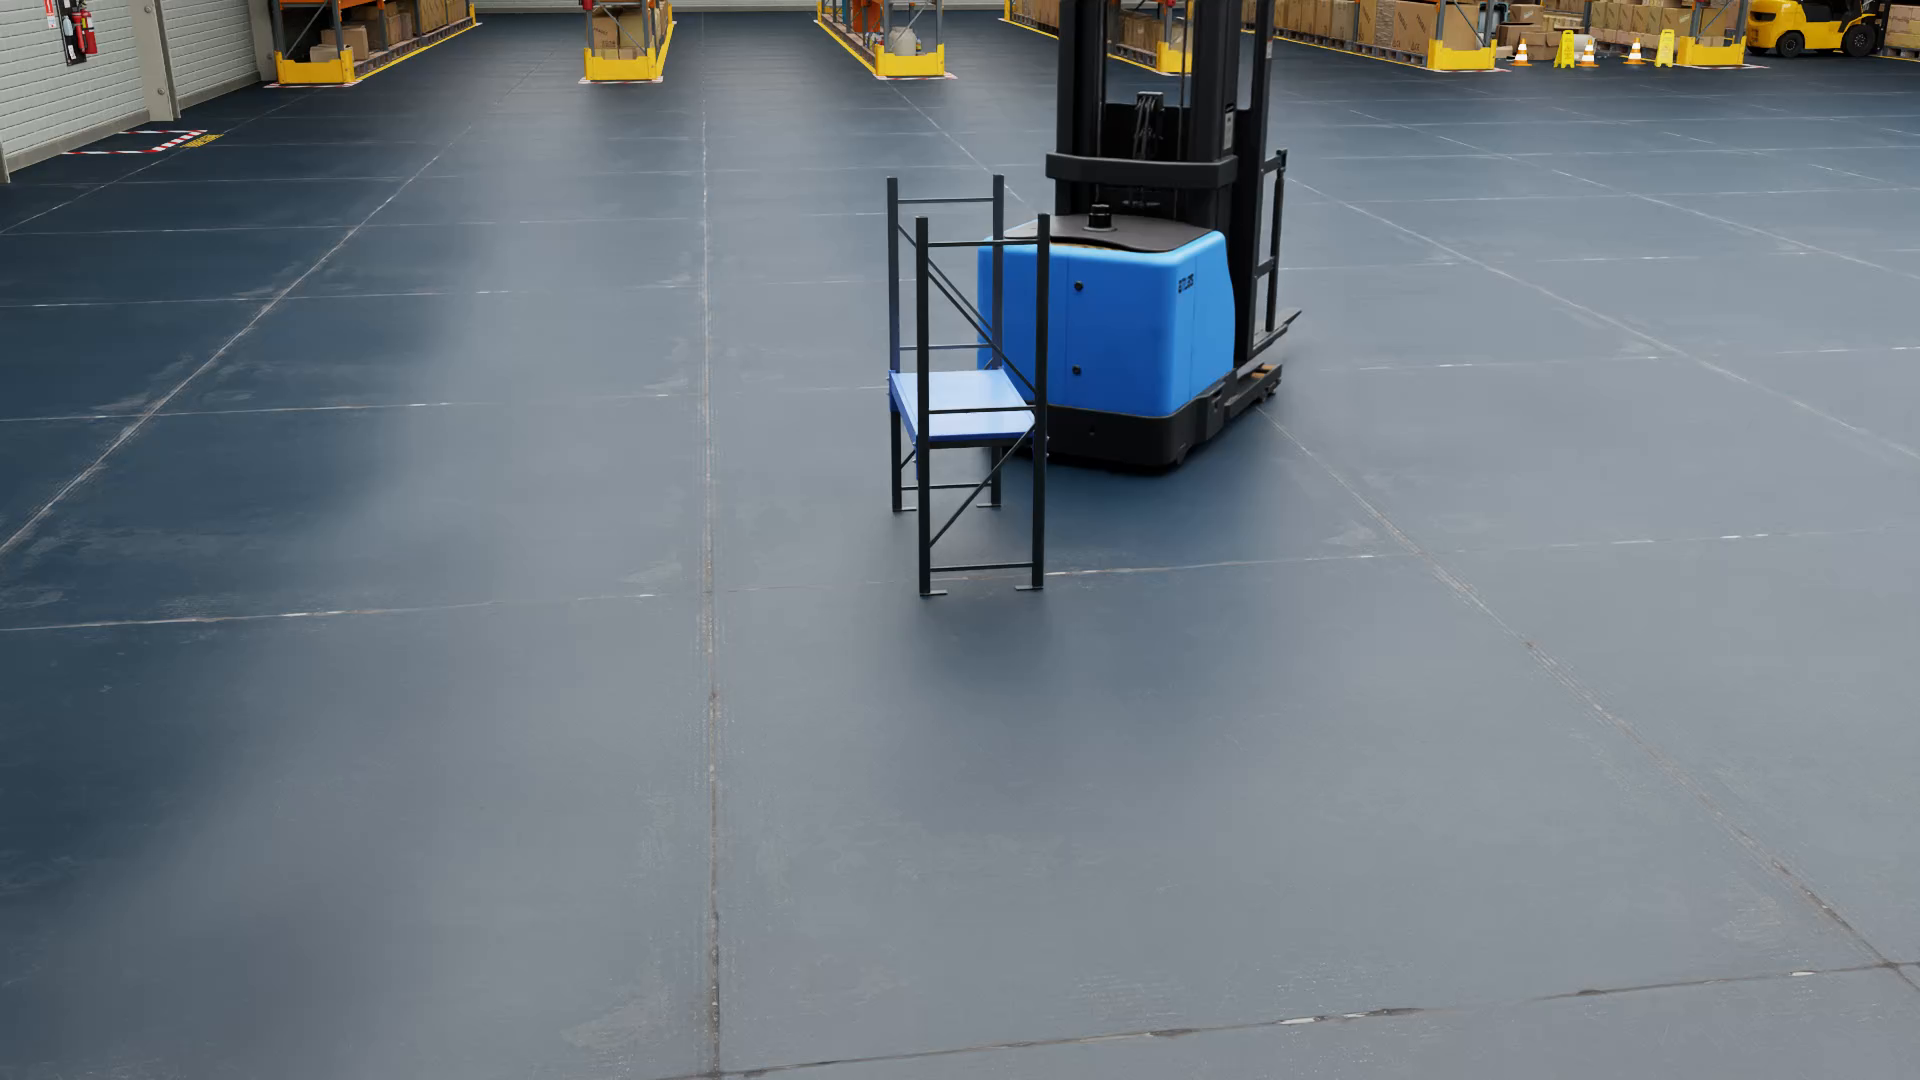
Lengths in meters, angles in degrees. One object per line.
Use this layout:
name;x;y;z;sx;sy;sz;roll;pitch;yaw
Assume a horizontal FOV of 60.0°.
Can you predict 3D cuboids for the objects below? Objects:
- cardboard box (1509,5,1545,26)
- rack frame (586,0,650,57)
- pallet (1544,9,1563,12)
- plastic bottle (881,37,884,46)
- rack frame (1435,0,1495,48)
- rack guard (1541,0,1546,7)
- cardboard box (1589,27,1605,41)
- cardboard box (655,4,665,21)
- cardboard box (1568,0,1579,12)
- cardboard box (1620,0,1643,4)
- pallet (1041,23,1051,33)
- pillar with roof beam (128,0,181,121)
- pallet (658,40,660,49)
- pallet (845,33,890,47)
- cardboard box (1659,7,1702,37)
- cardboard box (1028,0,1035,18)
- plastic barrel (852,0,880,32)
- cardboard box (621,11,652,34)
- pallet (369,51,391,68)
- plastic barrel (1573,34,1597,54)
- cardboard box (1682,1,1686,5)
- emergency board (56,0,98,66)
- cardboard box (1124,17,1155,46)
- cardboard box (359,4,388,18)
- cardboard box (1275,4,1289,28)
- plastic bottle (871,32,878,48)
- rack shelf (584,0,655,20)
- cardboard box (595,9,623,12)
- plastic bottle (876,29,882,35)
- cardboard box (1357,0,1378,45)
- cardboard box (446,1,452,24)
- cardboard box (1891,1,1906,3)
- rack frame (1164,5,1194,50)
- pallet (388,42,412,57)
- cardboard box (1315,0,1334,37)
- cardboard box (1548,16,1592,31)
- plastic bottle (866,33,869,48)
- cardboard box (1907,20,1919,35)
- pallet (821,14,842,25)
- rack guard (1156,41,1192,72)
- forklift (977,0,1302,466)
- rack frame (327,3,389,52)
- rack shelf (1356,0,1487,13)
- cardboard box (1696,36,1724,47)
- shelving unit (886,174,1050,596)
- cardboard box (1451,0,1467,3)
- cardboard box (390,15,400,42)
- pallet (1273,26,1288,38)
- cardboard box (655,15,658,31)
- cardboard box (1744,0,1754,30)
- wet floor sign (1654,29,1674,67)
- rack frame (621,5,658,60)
cardboard box;11.564;-10.664;33.970;0.500;0.500;0.500;-3;21;-8
rack frame;-5.712;-9.197;27.553;1.000;3.000;0.127;-3;21;-8
pallet;16.629;-14.378;45.410;1.003;0.211;1.213;-3;21;-8
plastic bottle;-1.413;-9.087;30.512;0.061;0.283;0.133;-3;21;-8
rack frame;9.014;-9.910;29.463;1.000;3.000;0.127;-3;21;-8
rack guard;16.513;-14.789;46.098;1.175;0.500;0.348;-3;21;-8
cardboard box;13.139;-10.271;33.758;0.500;0.250;0.500;-4;21;-10
cardboard box;-6.953;-11.885;37.694;0.500;0.500;0.500;-3;21;-7
cardboard box;16.559;-14.310;44.214;0.500;0.500;0.500;-3;21;-7
cardboard box;13.215;-10.609;32.664;0.380;0.149;0.250;-2;21;-5
pallet;2.547;-12.280;39.794;1.003;0.211;1.213;-3;21;-8
pillar with roof beam;-6.446;-10.095;21.382;9.100;9.000;0.400;-3;21;-8
pallet;-6.786;-10.373;34.689;1.003;0.211;1.213;-3;21;-8
pallet;-1.890;-10.639;35.399;1.003;0.211;1.213;-3;21;-8
cardboard box;13.524;-9.719;31.209;0.500;0.500;0.500;-3;21;-7
cardboard box;2.215;-13.596;41.767;0.875;0.875;0.875;-3;21;-8
plastic barrel;-2.051;-11.564;36.392;0.600;0.830;0.708;-3;21;-8
cardboard box;-5.870;-9.346;30.209;0.500;0.500;0.500;-3;21;-8
pallet;-11.059;-8.794;30.459;1.003;0.211;1.213;-3;21;-8
plastic barrel;12.102;-9.627;32.387;0.512;0.421;0.421;12;24;30
cardboard box;17.320;-12.552;39.507;0.500;0.500;0.500;-3;21;-9
emergency board;-10.387;-6.210;19.555;0.194;1.169;0.643;-3;21;-8
cardboard box;3.532;-9.965;32.583;0.500;0.500;0.500;-4;21;-9
cardboard box;-11.459;-10.303;32.387;0.500;0.250;0.500;-4;21;-9
cardboard box;7.507;-11.921;37.818;0.500;0.500;0.500;-3;21;-8
plastic bottle;-1.566;-9.218;30.767;0.144;0.351;0.185;-2;21;-6
rack shelf;-6.001;-9.552;29.533;1.077;0.370;4.000;-3;21;-8
cardboard box;-6.452;-9.493;30.603;0.500;0.500;0.500;-3;21;-8
plastic bottle;-1.538;-9.502;31.528;0.144;0.351;0.185;-3;21;-8
cardboard box;8.459;-10.275;32.877;0.875;0.875;0.875;-3;21;-7
cardboard box;-12.350;-12.390;39.076;0.700;0.500;0.500;-3;21;-7
cardboard box;18.642;-10.698;33.471;0.500;0.250;0.500;-3;21;-7
rack frame;4.091;-9.695;28.887;1.000;3.000;0.127;-3;21;-8
pallet;-11.483;-9.717;32.931;1.003;0.211;1.213;-3;21;-8
cardboard box;8.123;-10.983;34.950;1.050;0.750;0.750;-3;21;-8
cardboard box;13.136;-10.976;35.472;0.950;0.372;0.625;-2;21;-4
plastic bottle;-1.701;-9.517;31.675;0.152;0.276;0.135;-2;21;-6
cardboard box;18.429;-9.742;31.628;0.500;0.250;0.500;-3;21;-8
pallet;-3.036;-13.391;42.769;1.003;0.211;1.213;-3;21;-8
rack guard;4.080;-8.551;29.395;1.175;0.500;0.348;-3;21;-8
forklift;1.178;-2.203;8.924;1.130;2.935;3.031;10;23;25
rack frame;-11.190;-10.331;30.589;1.000;3.000;0.127;-3;21;-8
rack shelf;8.725;-10.266;31.443;1.077;0.370;4.000;-3;21;-8
cardboard box;14.055;-9.397;31.418;0.500;0.250;0.500;-3;21;-8
shelving unit;0.012;-0.673;6.875;0.538;1.500;1.048;-3;21;-8
cardboard box;12.474;-13.028;40.248;0.875;0.875;0.875;-2;21;-6
cardboard box;-11.553;-10.149;33.047;0.700;0.500;0.500;-3;21;-8
pallet;7.749;-11.645;38.092;1.003;0.211;1.213;-3;21;-8
cardboard box;-6.169;-10.082;32.452;0.500;0.311;0.500;-3;21;-8
cardboard box;17.931;-11.625;36.848;0.875;0.625;0.625;-4;21;-10
wet floor sign;12.866;-8.972;30.317;0.267;0.644;0.232;4;21;11
rack frame;-6.289;-10.582;31.261;1.000;3.000;0.127;-3;21;-8
